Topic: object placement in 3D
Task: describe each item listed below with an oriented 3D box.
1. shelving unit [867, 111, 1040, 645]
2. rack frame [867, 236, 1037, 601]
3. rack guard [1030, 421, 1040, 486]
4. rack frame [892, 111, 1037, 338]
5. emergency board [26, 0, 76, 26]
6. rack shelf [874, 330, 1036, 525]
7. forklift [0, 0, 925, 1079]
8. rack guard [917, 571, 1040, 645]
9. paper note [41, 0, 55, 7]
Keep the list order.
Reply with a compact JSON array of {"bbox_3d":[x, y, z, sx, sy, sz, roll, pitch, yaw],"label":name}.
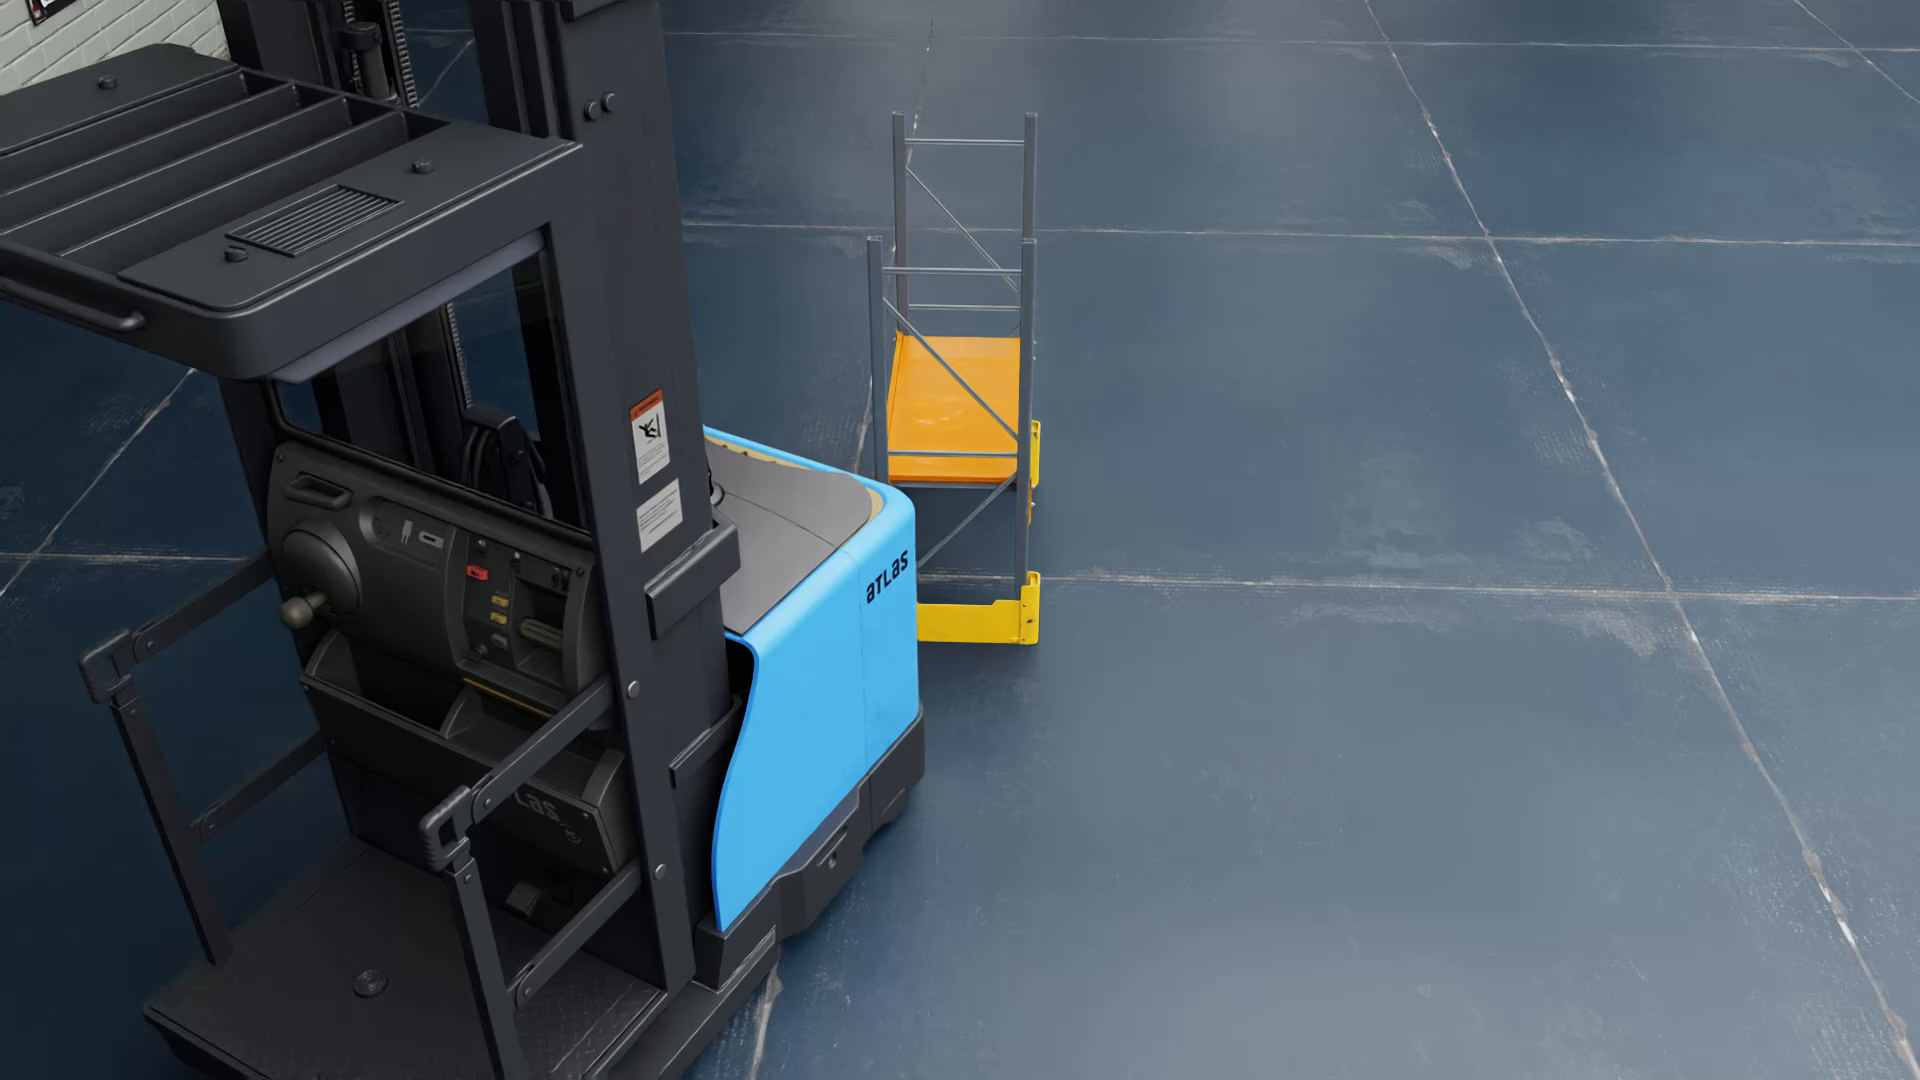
[{"bbox_3d":[-0.003,-0.570,5.756,0.587,1.500,1.083,1,35,2],"label":"shelving unit"},{"bbox_3d":[-0.024,-0.273,5.333,0.500,1.500,0.032,1,35,2],"label":"rack frame"},{"bbox_3d":[0.017,-0.345,6.523,0.587,0.250,0.087,1,35,2],"label":"rack guard"},{"bbox_3d":[0.017,-0.857,6.165,0.500,1.500,0.032,1,35,2],"label":"rack frame"},{"bbox_3d":[-4.536,-3.225,8.231,0.157,1.169,0.626,1,35,2],"label":"emergency board"},{"bbox_3d":[-0.003,-0.417,5.852,0.538,0.185,1.000,1,35,2],"label":"rack shelf"},{"bbox_3d":[-1.280,0.144,3.496,1.130,2.935,3.031,18,39,24],"label":"forklift"},{"bbox_3d":[-0.023,0.228,5.709,0.587,0.250,0.087,1,35,2],"label":"rack guard"},{"bbox_3d":[-4.594,-2.769,8.348,0.016,0.148,0.142,1,35,2],"label":"paper note"}]
